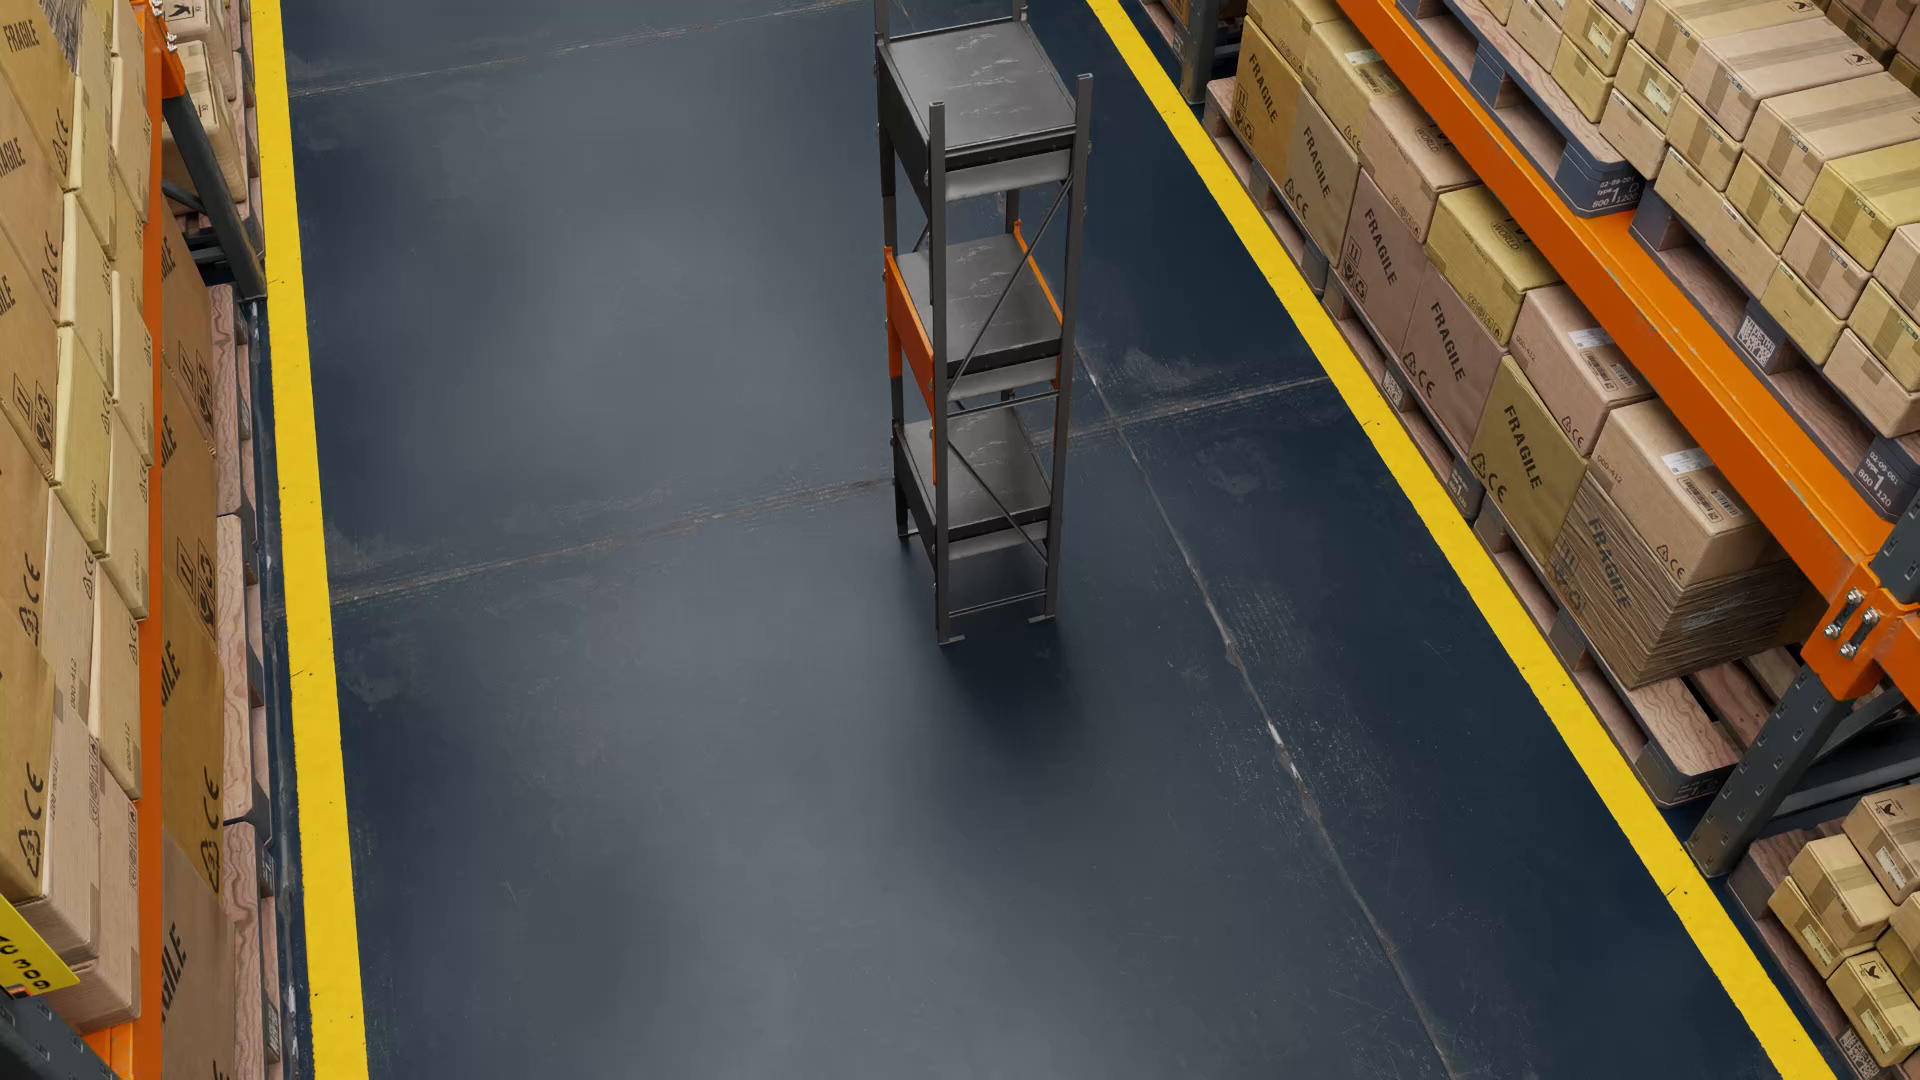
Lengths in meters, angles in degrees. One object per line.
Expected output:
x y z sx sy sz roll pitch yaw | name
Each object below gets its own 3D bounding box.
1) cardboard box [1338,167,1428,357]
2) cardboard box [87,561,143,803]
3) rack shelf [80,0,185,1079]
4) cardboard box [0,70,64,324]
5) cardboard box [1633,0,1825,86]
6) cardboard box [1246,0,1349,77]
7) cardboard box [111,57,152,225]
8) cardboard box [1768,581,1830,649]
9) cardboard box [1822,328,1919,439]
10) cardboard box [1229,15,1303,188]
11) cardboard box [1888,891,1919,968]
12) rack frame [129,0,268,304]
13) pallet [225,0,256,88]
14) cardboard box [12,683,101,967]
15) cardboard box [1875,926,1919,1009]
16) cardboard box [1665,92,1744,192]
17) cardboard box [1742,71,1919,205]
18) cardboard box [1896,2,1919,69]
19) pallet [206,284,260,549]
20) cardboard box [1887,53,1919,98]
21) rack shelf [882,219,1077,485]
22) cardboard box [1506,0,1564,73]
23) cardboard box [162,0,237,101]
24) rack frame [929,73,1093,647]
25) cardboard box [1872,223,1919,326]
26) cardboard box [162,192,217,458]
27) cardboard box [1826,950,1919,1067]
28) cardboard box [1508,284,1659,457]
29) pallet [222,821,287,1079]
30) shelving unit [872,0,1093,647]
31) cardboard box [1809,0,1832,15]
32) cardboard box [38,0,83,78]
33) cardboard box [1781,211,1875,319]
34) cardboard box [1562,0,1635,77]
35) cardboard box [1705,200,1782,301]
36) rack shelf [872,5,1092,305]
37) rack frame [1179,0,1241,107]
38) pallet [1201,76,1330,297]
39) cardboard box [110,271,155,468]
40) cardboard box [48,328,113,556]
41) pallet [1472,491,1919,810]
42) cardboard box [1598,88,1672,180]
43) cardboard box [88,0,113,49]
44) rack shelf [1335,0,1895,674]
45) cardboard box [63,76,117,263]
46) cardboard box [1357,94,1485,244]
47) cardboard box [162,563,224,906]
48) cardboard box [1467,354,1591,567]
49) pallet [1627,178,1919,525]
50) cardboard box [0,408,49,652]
1.750 -1.058 6.040 0.500 0.500 0.500 -14 51 -12 | cardboard box
-2.072 0.362 3.581 0.500 0.250 0.500 -14 51 -12 | cardboard box
-2.631 -0.157 4.391 1.077 0.370 4.000 -13 51 -11 | rack shelf
-2.377 -0.777 3.724 0.500 0.500 0.500 -14 51 -12 | cardboard box
2.052 -1.373 4.446 0.380 0.149 0.250 -15 51 -12 | cardboard box
1.449 -2.056 6.391 0.500 0.250 0.500 -15 52 -13 | cardboard box
-2.659 -1.121 4.831 0.500 0.250 0.500 -12 51 -10 | cardboard box
2.694 -0.050 5.191 0.500 0.500 0.500 -12 51 -10 | cardboard box
2.353 -0.421 4.032 0.380 0.149 0.250 -14 51 -12 | cardboard box
1.442 -1.798 6.664 0.500 0.500 0.500 -15 52 -13 | cardboard box
2.588 0.984 4.160 0.380 0.149 0.250 -11 51 -9 | cardboard box
-3.222 -1.849 5.347 1.000 3.000 0.127 -13 51 -11 | rack frame
-3.809 -2.411 7.645 1.003 0.211 1.213 -13 51 -11 | pallet
-1.900 0.574 3.075 0.500 0.250 0.500 -15 51 -12 | cardboard box
2.621 1.068 4.283 0.380 0.149 0.250 -13 51 -11 | cardboard box
2.118 -1.090 4.402 0.380 0.149 0.250 -15 51 -12 | cardboard box
2.199 -1.001 4.133 0.380 0.149 0.250 -15 51 -12 | cardboard box
2.749 -1.332 4.411 0.380 0.149 0.250 -14 51 -11 | cardboard box
-3.061 -0.358 5.914 1.003 0.211 1.213 -13 51 -11 | pallet
2.750 -1.230 4.520 0.380 0.149 0.250 -15 52 -13 | cardboard box
0.049 -0.547 4.856 0.431 0.518 0.480 -13 51 -11 | rack shelf
1.886 -1.566 4.998 0.380 0.149 0.250 -15 51 -12 | cardboard box
-3.606 -2.090 6.994 0.950 0.372 0.625 -14 51 -12 | cardboard box
0.121 -0.378 4.695 0.400 2.100 0.015 -13 51 -11 | rack frame
2.354 -0.616 3.808 0.380 0.149 0.250 -11 51 -9 | cardboard box
-3.097 -0.777 5.558 0.875 0.875 0.875 -14 51 -11 | cardboard box
2.539 1.195 4.370 0.380 0.149 0.250 -12 51 -10 | cardboard box
2.058 -0.558 5.128 0.500 0.250 0.500 -11 51 -9 | cardboard box
-2.340 1.424 4.411 1.003 0.211 1.213 -13 51 -11 | pallet
0.049 -0.556 4.845 0.431 2.100 0.503 -13 51 -11 | shelving unit
2.589 -1.620 4.849 0.380 0.149 0.250 -14 51 -12 | cardboard box
-2.660 -1.513 4.344 0.500 0.500 0.500 -13 51 -10 | cardboard box
2.274 -0.709 4.081 0.380 0.149 0.250 -13 51 -11 | cardboard box
1.960 -1.479 4.730 0.380 0.149 0.250 -13 51 -11 | cardboard box
2.204 -0.793 4.346 0.380 0.149 0.250 -13 51 -11 | cardboard box
0.049 -0.998 4.321 0.431 0.518 0.480 -13 51 -11 | rack shelf
1.476 -3.043 6.353 1.000 3.000 0.127 -13 51 -11 | rack frame
1.706 -1.573 6.938 1.003 0.211 1.213 -13 51 -11 | pallet
-2.347 -0.383 4.209 0.500 0.250 0.500 -14 51 -12 | cardboard box
-2.205 -0.175 3.707 0.500 0.250 0.500 -13 51 -11 | cardboard box
2.428 0.209 5.435 1.003 0.211 1.213 -13 51 -11 | pallet
2.042 -1.178 4.671 0.380 0.149 0.250 -15 52 -13 | cardboard box
-2.836 -1.666 4.964 0.500 0.250 0.500 -13 51 -11 | cardboard box
2.068 -1.350 5.397 1.077 0.370 4.000 -13 51 -11 | rack shelf
-2.510 -0.923 4.337 0.500 0.250 0.500 -15 51 -12 | cardboard box
1.733 -1.321 5.771 0.500 0.250 0.500 -13 51 -11 | cardboard box
-2.574 0.529 4.457 0.875 0.875 0.875 -12 51 -10 | cardboard box
2.048 -0.309 5.409 0.500 0.500 0.500 -14 51 -12 | cardboard box
2.572 -0.650 4.462 1.003 0.211 1.213 -13 51 -11 | pallet
-2.072 -0.034 3.098 0.500 0.500 0.500 -14 51 -11 | cardboard box
